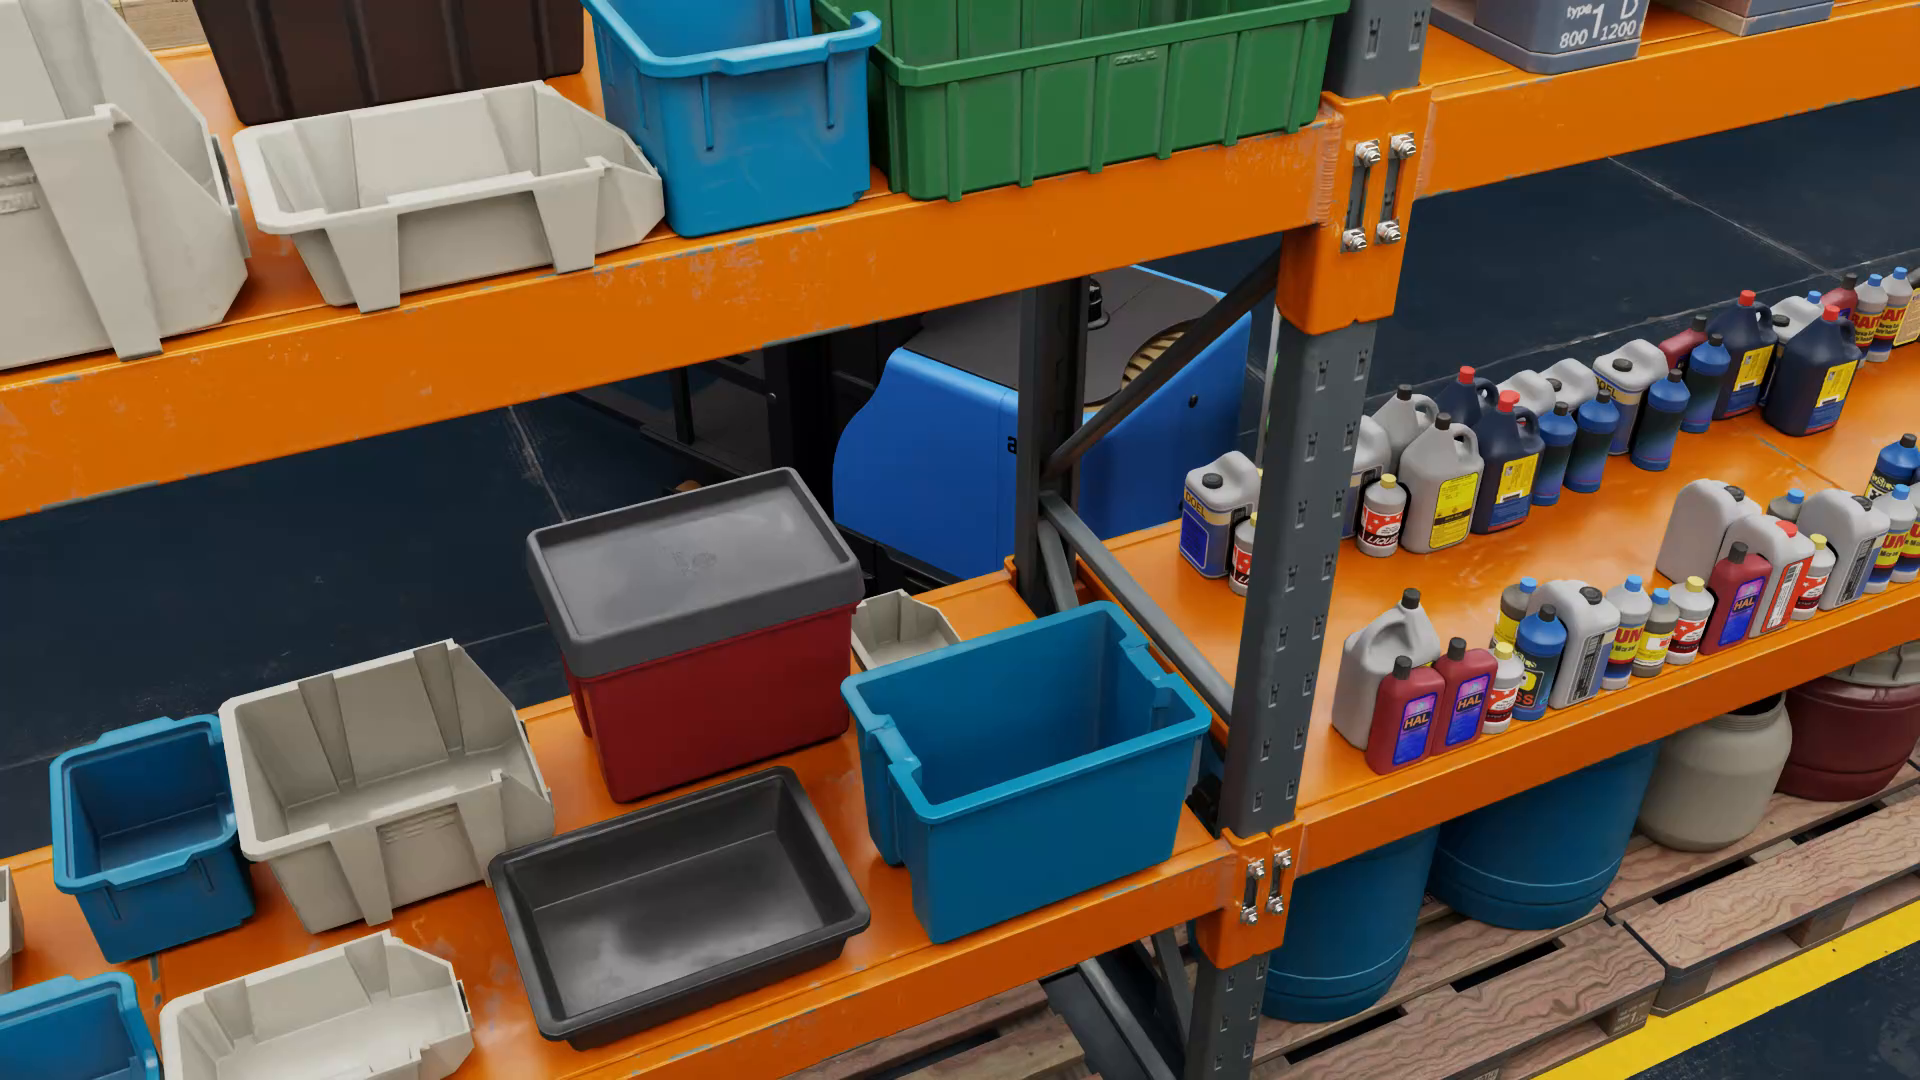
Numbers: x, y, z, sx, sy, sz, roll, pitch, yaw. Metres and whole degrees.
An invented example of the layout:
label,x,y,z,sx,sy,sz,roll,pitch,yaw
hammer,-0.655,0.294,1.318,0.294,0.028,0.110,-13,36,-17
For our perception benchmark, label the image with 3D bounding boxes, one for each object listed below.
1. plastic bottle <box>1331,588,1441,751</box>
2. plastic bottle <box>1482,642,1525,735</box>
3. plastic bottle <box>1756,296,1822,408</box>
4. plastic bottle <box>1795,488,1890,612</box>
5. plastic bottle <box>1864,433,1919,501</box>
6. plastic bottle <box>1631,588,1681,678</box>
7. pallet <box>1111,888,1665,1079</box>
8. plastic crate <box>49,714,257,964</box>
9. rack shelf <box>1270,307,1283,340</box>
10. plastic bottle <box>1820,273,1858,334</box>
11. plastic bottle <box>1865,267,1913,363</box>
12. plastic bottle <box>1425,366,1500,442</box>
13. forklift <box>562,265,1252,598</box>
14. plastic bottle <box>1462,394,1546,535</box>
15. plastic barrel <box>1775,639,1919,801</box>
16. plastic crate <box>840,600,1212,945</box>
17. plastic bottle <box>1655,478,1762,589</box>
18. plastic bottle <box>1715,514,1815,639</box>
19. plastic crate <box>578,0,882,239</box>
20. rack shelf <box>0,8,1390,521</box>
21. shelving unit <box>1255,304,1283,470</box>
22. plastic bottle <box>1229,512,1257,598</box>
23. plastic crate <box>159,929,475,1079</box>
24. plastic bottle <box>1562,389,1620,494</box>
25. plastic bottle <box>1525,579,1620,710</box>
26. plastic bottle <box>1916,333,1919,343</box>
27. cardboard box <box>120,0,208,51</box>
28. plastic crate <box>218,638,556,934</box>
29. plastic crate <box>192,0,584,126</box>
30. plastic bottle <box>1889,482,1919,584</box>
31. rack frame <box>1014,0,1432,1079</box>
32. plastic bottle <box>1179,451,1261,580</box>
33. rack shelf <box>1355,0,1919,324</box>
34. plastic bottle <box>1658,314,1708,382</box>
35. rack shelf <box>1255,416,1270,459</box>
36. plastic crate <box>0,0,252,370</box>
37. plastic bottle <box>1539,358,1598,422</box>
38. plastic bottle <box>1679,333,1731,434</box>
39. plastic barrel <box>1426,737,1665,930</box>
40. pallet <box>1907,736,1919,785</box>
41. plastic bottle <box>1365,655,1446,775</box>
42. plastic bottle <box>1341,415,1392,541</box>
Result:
label,x,y,z,sx,sy,sz,roll,pitch,yaw
plastic bottle,0.886,0.253,3.432,0.185,0.351,0.144,-16,39,-20
plastic bottle,1.124,0.302,3.491,0.097,0.201,0.097,0,37,0
plastic bottle,2.230,-0.518,4.535,0.135,0.276,0.152,-16,39,-20
plastic bottle,2.022,0.003,3.832,0.135,0.276,0.152,-16,39,-20
plastic bottle,2.254,-0.137,4.024,0.097,0.271,0.097,0,37,0
plastic bottle,1.510,0.194,3.637,0.097,0.201,0.097,0,37,0
pallet,1.109,1.105,4.583,1.213,0.211,1.003,-16,39,-20
plastic crate,-1.478,0.556,3.073,0.300,0.233,0.416,-16,39,-20
rack shelf,1.254,-0.822,5.652,0.258,0.148,0.480,16,39,20
plastic bottle,2.420,-0.604,4.645,0.133,0.283,0.061,-16,39,-20
plastic bottle,2.620,-0.644,4.708,0.097,0.271,0.097,0,37,0
plastic bottle,1.253,-0.278,4.148,0.185,0.351,0.144,-16,39,-20
forklift,-0.504,-1.397,5.673,3.031,2.935,1.130,24,43,28
plastic bottle,1.315,-0.200,4.043,0.185,0.351,0.144,-16,39,-20
plastic barrel,2.556,0.364,4.912,0.708,0.588,0.600,-16,39,-20
plastic crate,0.115,0.443,3.098,0.575,0.384,0.392,-16,39,-20
plastic bottle,1.747,-0.020,3.863,0.135,0.276,0.152,-16,39,-20
plastic bottle,1.812,0.062,3.753,0.135,0.276,0.152,-16,39,-20
plastic crate,-0.295,-0.577,2.132,0.300,0.233,0.416,-16,39,-20
rack shelf,-1.417,-0.251,2.157,4.000,0.370,1.077,-16,39,-20
shelving unit,1.254,-0.487,5.900,0.258,1.200,0.503,16,39,20
plastic bottle,0.682,0.026,3.863,0.097,0.201,0.097,0,37,0
plastic crate,-1.056,0.843,2.767,0.466,0.136,0.293,-16,39,-20
plastic bottle,1.591,-0.256,4.185,0.097,0.271,0.097,0,37,0
plastic bottle,1.305,0.204,3.562,0.135,0.276,0.152,-16,39,-20
plastic bottle,2.829,-0.674,4.807,0.097,0.201,0.097,0,37,0
cardboard box,-2.929,-2.057,6.382,0.500,0.250,0.500,-15,39,-19
plastic crate,-1.068,0.469,3.149,0.530,0.282,0.437,-16,39,-20
plastic crate,-0.848,-0.828,2.440,0.590,0.269,0.497,-16,39,-20
plastic bottle,2.227,-0.034,3.886,0.097,0.271,0.097,0,37,0
rack frame,0.393,0.158,3.519,0.127,3.000,1.000,-16,39,-20
plastic bottle,0.612,-0.066,3.925,0.135,0.276,0.152,-16,39,-20
rack shelf,2.204,-1.264,3.522,4.000,0.370,1.077,-16,39,-20
plastic bottle,1.922,-0.465,4.457,0.133,0.283,0.061,-16,39,-20
rack shelf,1.254,-0.436,5.938,0.258,0.148,0.480,16,39,20
plastic crate,-1.090,-0.381,1.827,0.530,0.282,0.437,-16,39,-20
plastic bottle,1.522,-0.320,4.268,0.135,0.276,0.152,-16,39,-20
plastic bottle,1.971,-0.422,4.409,0.097,0.271,0.097,0,37,0
plastic barrel,1.534,0.525,4.434,0.708,0.901,0.600,-16,39,-20
pallet,3.318,0.488,5.415,1.213,0.211,1.003,-16,39,-20
plastic bottle,0.906,0.342,3.369,0.133,0.283,0.061,-16,39,-20
plastic bottle,0.943,-0.159,4.050,0.135,0.276,0.152,-16,39,-20
